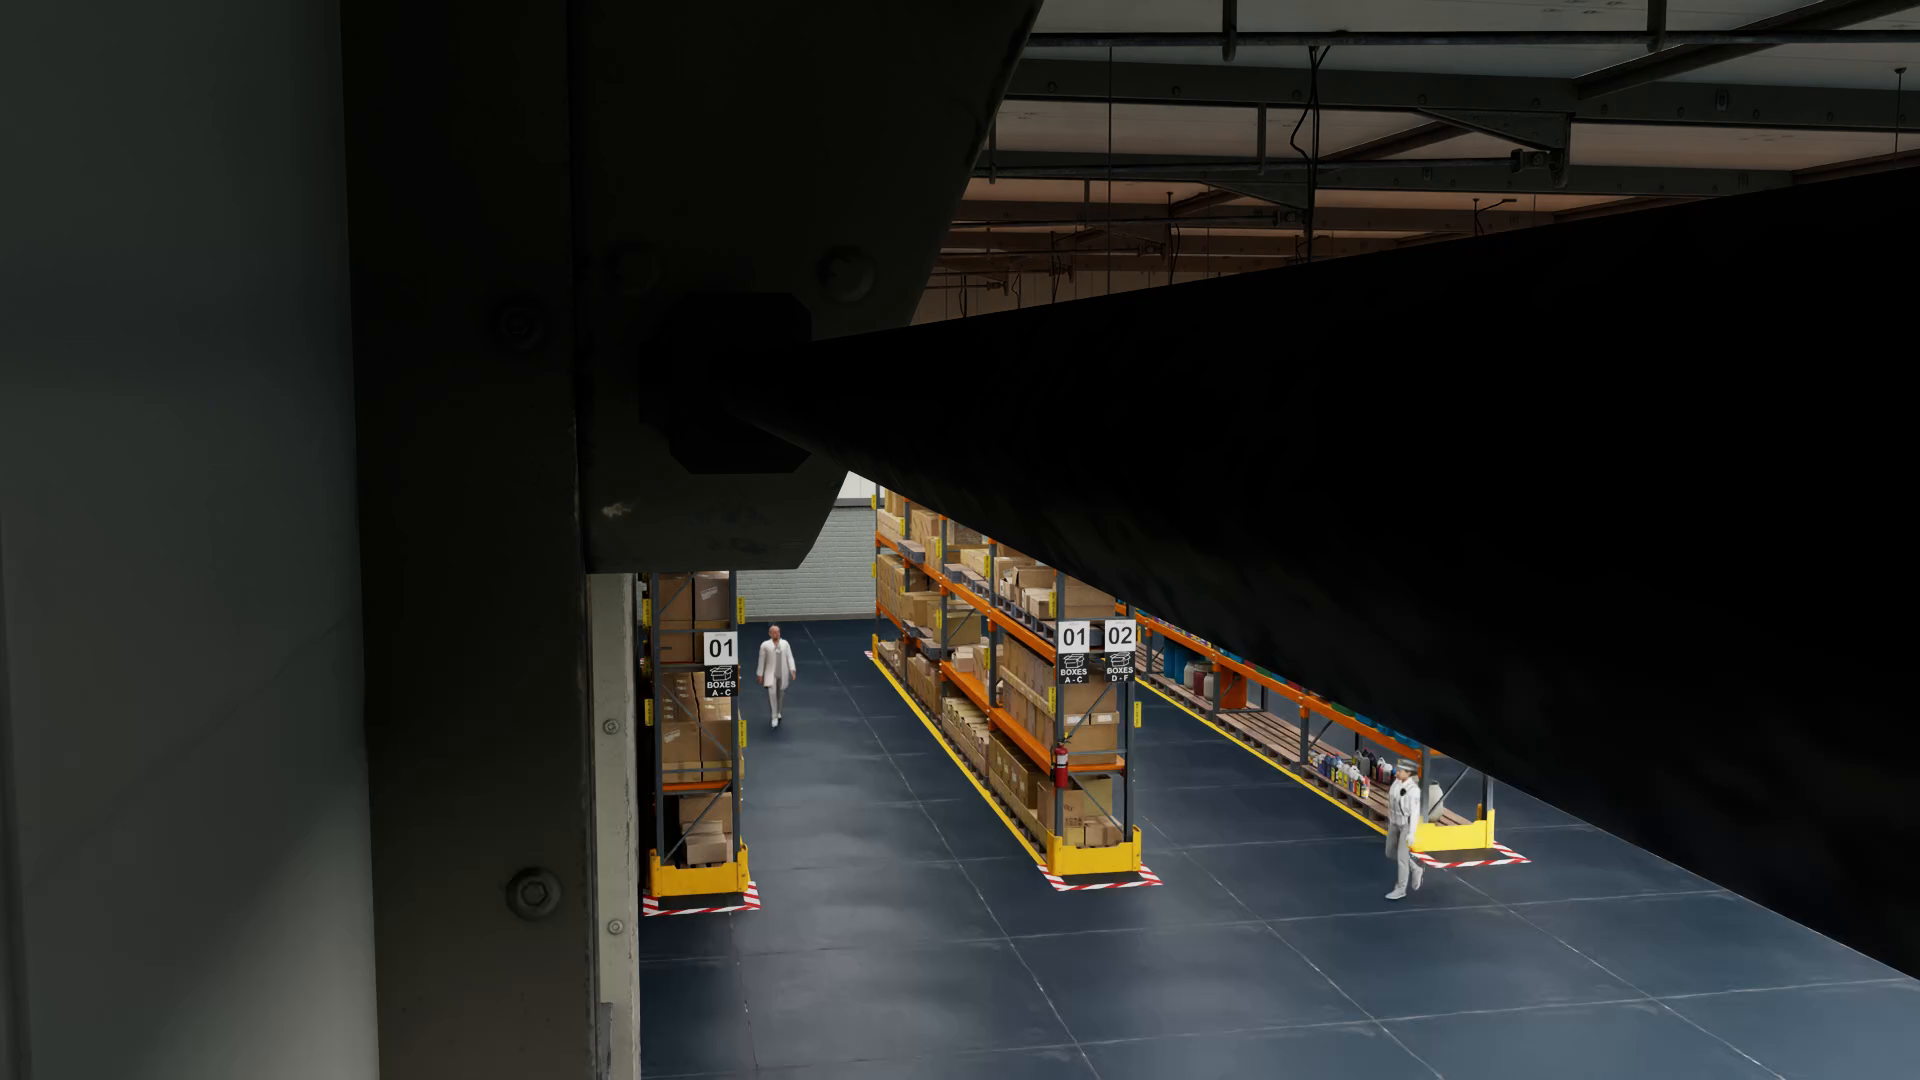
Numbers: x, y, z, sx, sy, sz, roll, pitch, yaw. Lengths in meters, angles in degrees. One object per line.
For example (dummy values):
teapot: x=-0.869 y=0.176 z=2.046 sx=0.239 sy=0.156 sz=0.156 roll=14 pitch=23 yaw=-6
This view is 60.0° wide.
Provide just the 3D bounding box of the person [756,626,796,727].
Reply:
person: x=-3.272 y=2.444 z=29.677 sx=0.666 sy=1.630 sz=1.114 roll=-2 pitch=6 yaw=-20

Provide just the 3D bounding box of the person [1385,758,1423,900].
person: x=5.349 y=3.441 z=19.995 sx=0.610 sy=1.672 sz=0.549 roll=-2 pitch=6 yaw=-21
